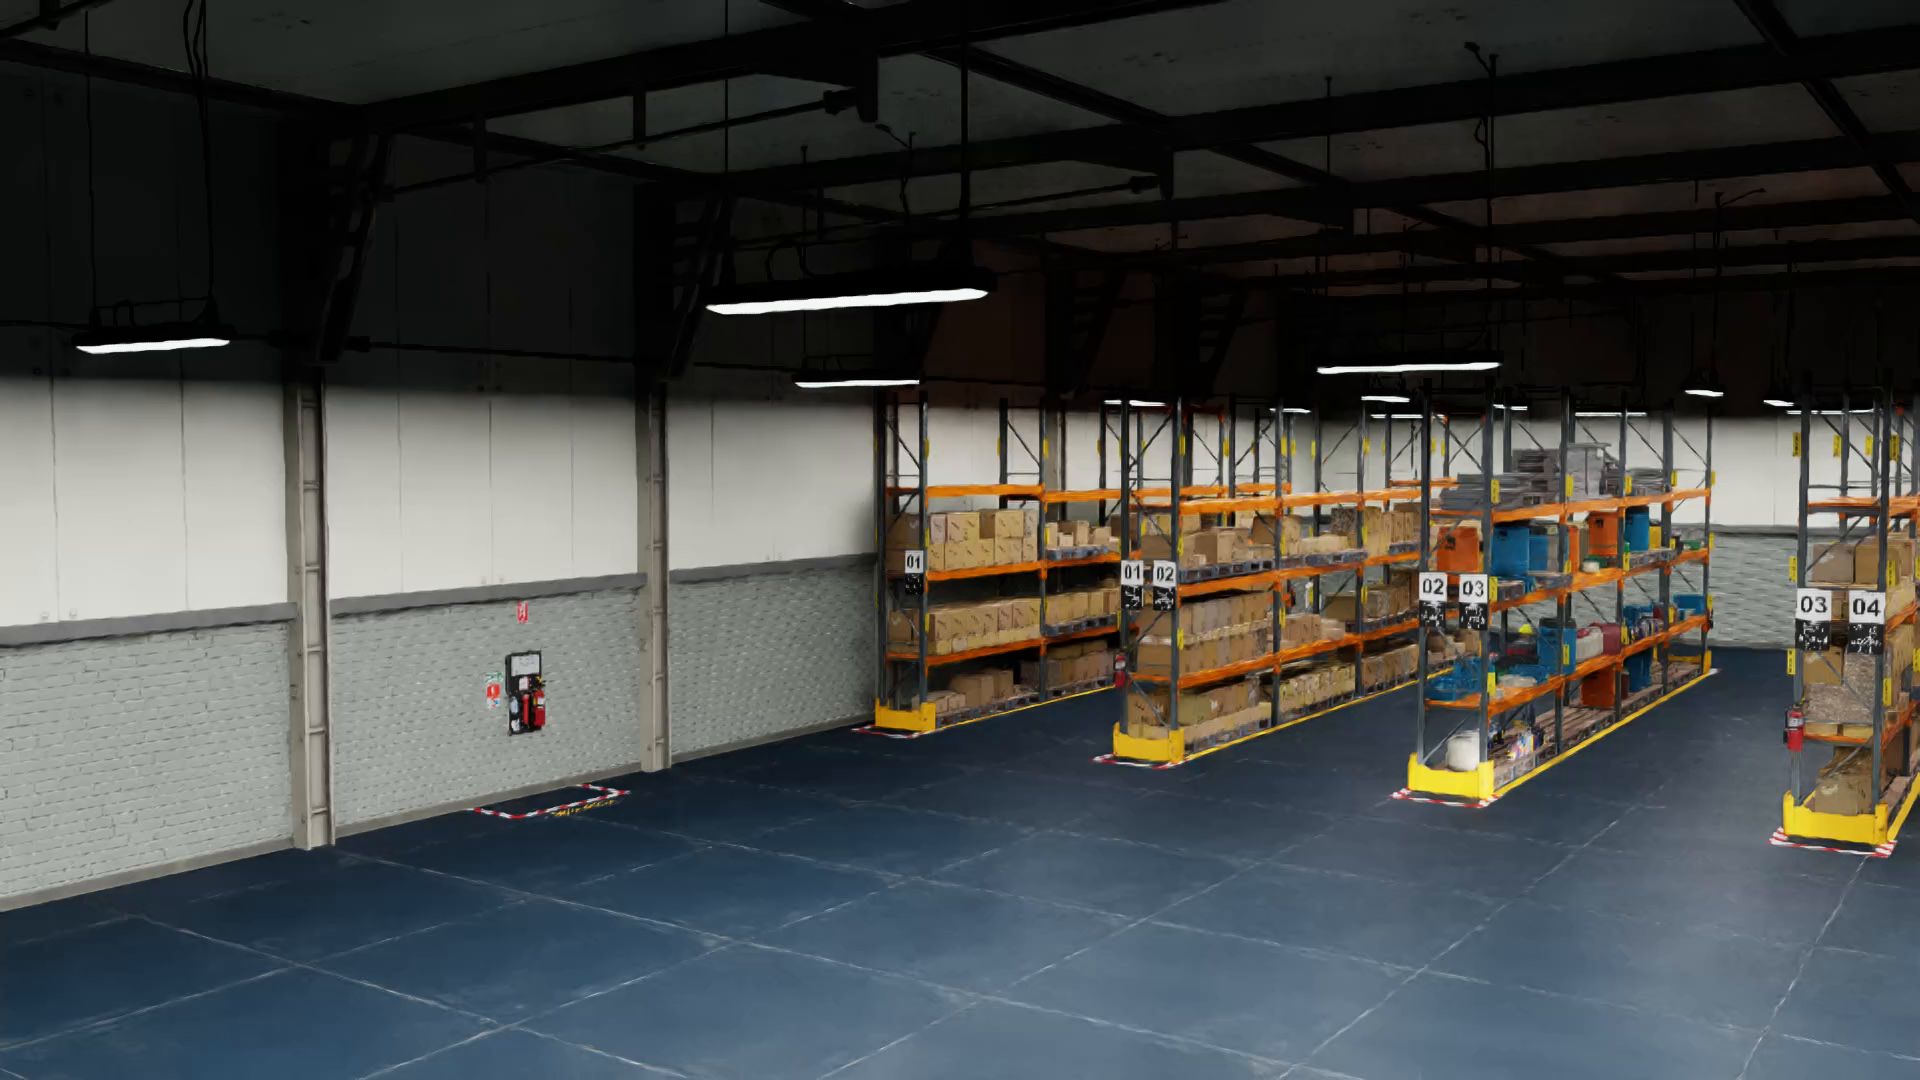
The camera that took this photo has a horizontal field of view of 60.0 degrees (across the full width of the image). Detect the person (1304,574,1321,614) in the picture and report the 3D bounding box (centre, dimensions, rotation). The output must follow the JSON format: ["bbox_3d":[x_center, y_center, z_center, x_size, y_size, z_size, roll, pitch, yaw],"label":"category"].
[{"bbox_3d":[9.451,1.697,44.328,0.685,1.672,0.552,-1,3,-17],"label":"person"}]

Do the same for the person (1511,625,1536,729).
[{"bbox_3d":[9.630,2.319,28.377,0.693,1.763,0.579,-3,4,-43],"label":"person"}]
